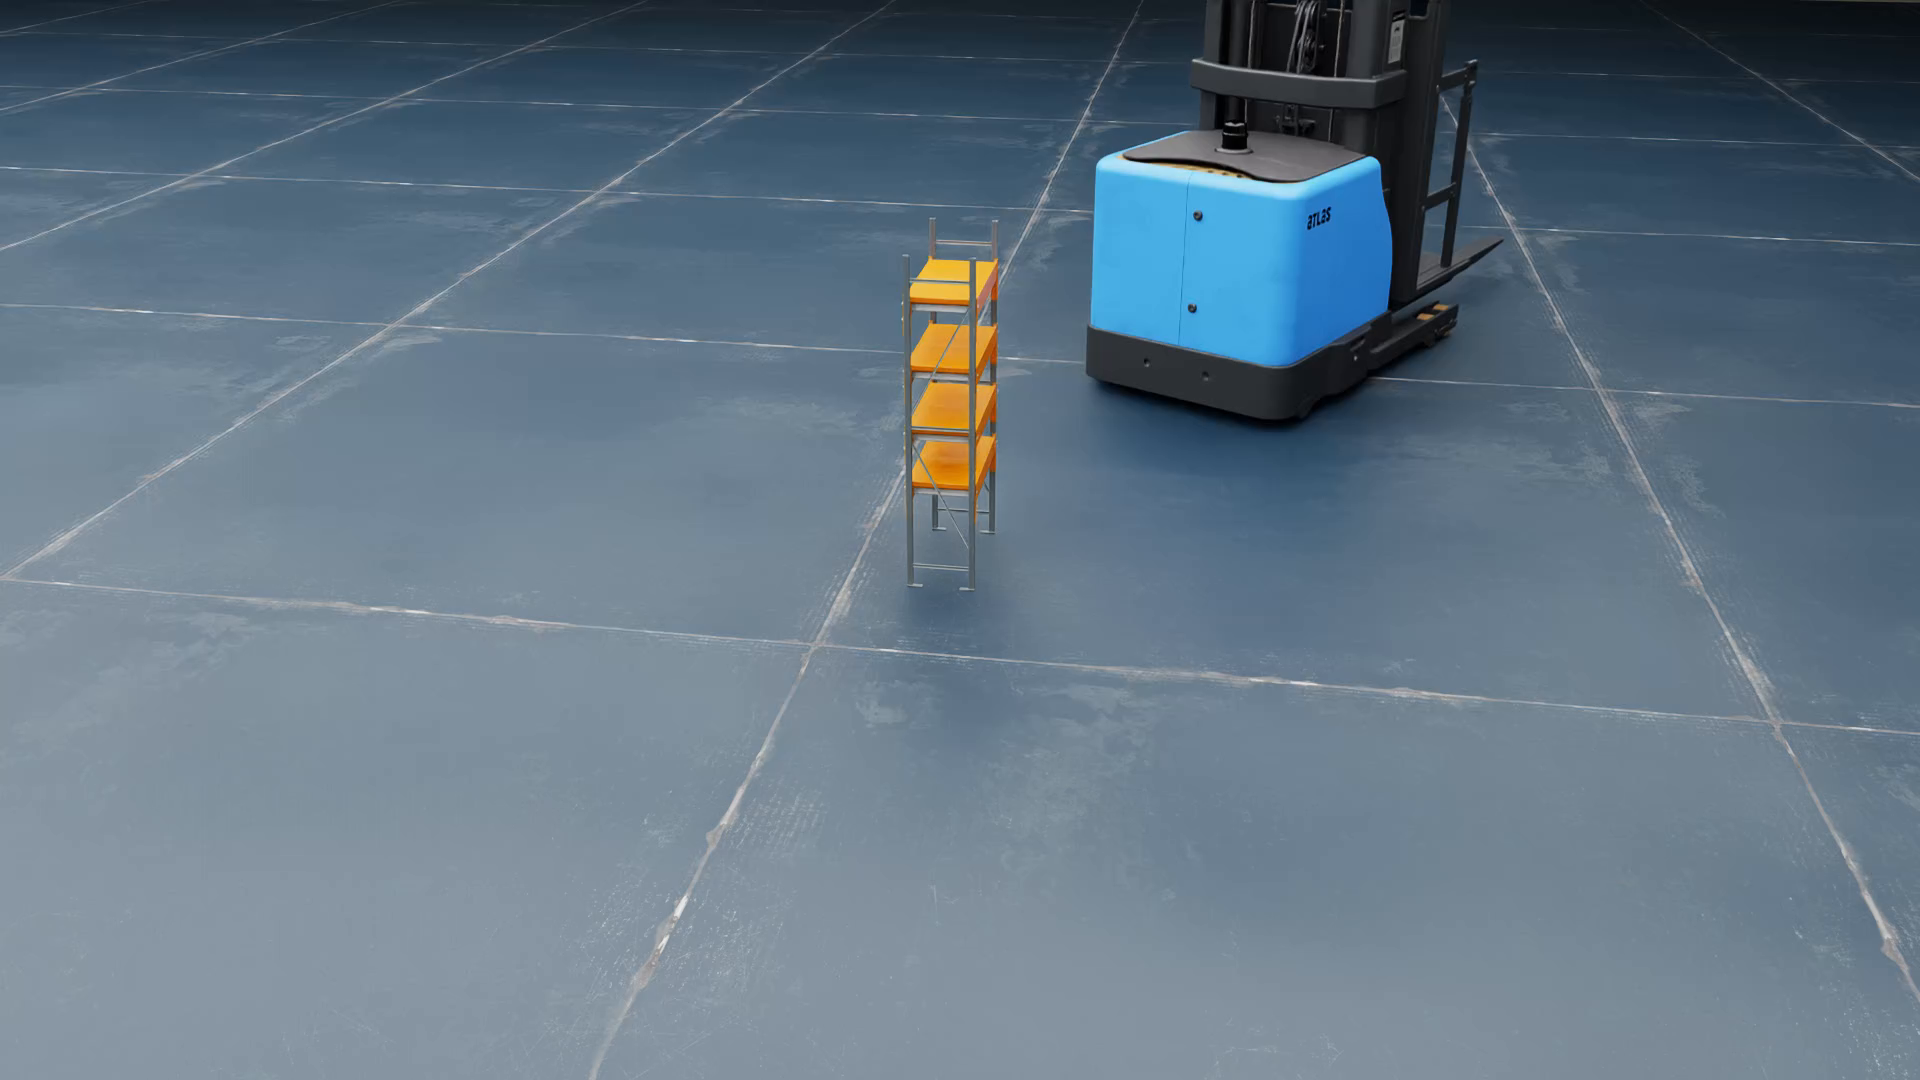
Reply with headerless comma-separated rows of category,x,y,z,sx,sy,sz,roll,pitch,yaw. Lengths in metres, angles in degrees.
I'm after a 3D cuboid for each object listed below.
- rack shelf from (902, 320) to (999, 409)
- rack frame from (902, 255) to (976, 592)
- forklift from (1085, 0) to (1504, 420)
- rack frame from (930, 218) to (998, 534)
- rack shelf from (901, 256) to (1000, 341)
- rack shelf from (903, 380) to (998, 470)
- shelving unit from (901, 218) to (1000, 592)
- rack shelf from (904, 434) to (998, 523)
rack shelf,-0.027,-0.616,5.781,0.258,0.148,0.480,4,25,9
rack frame,-0.067,-0.372,5.630,0.240,1.200,0.015,4,25,9
forklift,1.878,-2.407,7.935,1.130,2.935,3.031,18,30,33
rack frame,0.013,-0.576,6.066,0.240,1.200,0.015,4,25,9
rack shelf,-0.027,-0.830,5.681,0.258,0.148,0.480,4,25,9
rack shelf,-0.027,-0.413,5.876,0.258,0.148,0.480,4,25,9
shelving unit,-0.027,-0.474,5.848,0.258,1.200,0.503,4,25,9
rack shelf,-0.027,-0.233,5.960,0.258,0.148,0.480,4,25,9
